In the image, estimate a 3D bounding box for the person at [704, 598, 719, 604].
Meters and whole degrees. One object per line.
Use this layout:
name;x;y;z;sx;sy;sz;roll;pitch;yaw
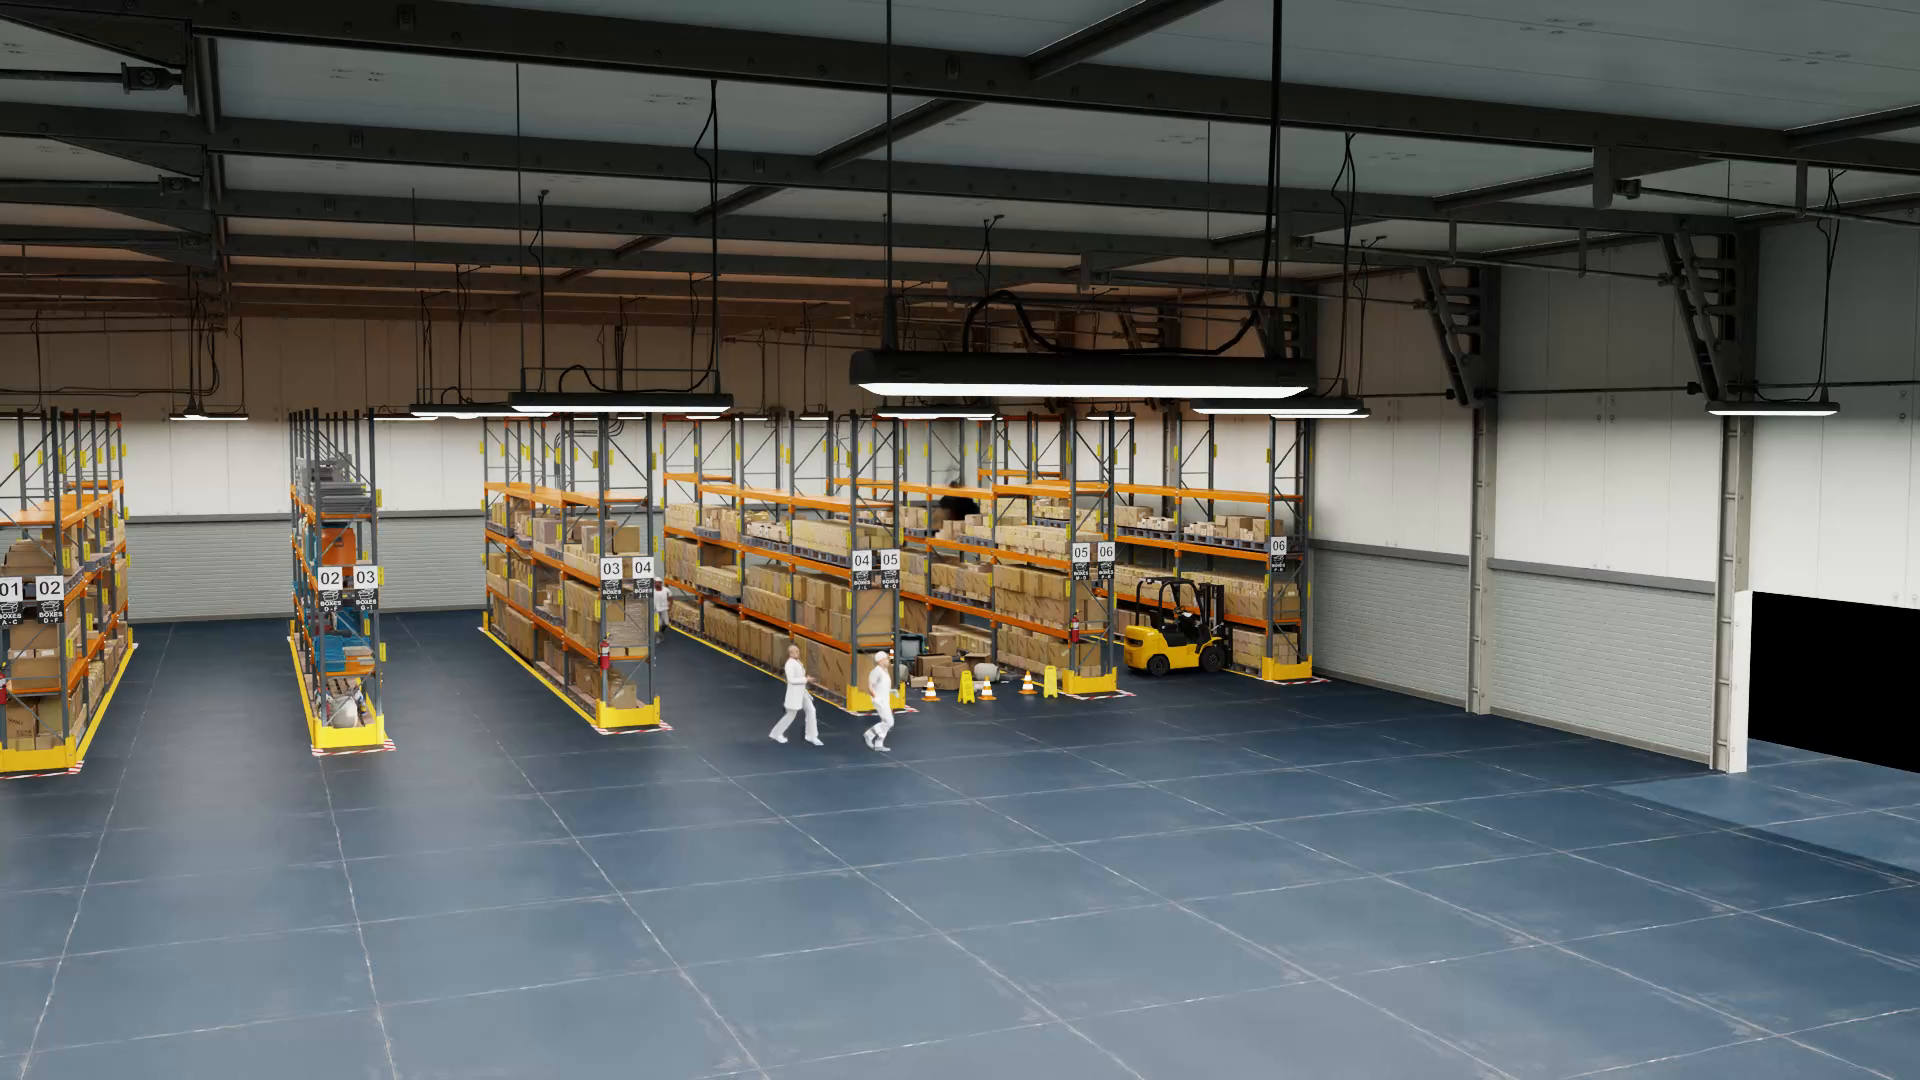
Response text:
person;-7.410;1.440;49.427;0.668;1.700;0.673;3;5;35

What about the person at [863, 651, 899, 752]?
person;-1.380;2.816;29.048;0.590;1.752;0.673;1;4;11

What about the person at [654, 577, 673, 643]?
person;-7.786;1.830;43.239;0.712;1.721;0.566;-1;4;-19

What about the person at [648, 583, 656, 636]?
person;-8.353;1.737;44.480;0.696;1.728;0.574;-2;4;-25

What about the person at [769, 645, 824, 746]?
person;-2.916;2.773;29.596;0.963;1.815;0.725;1;4;15
